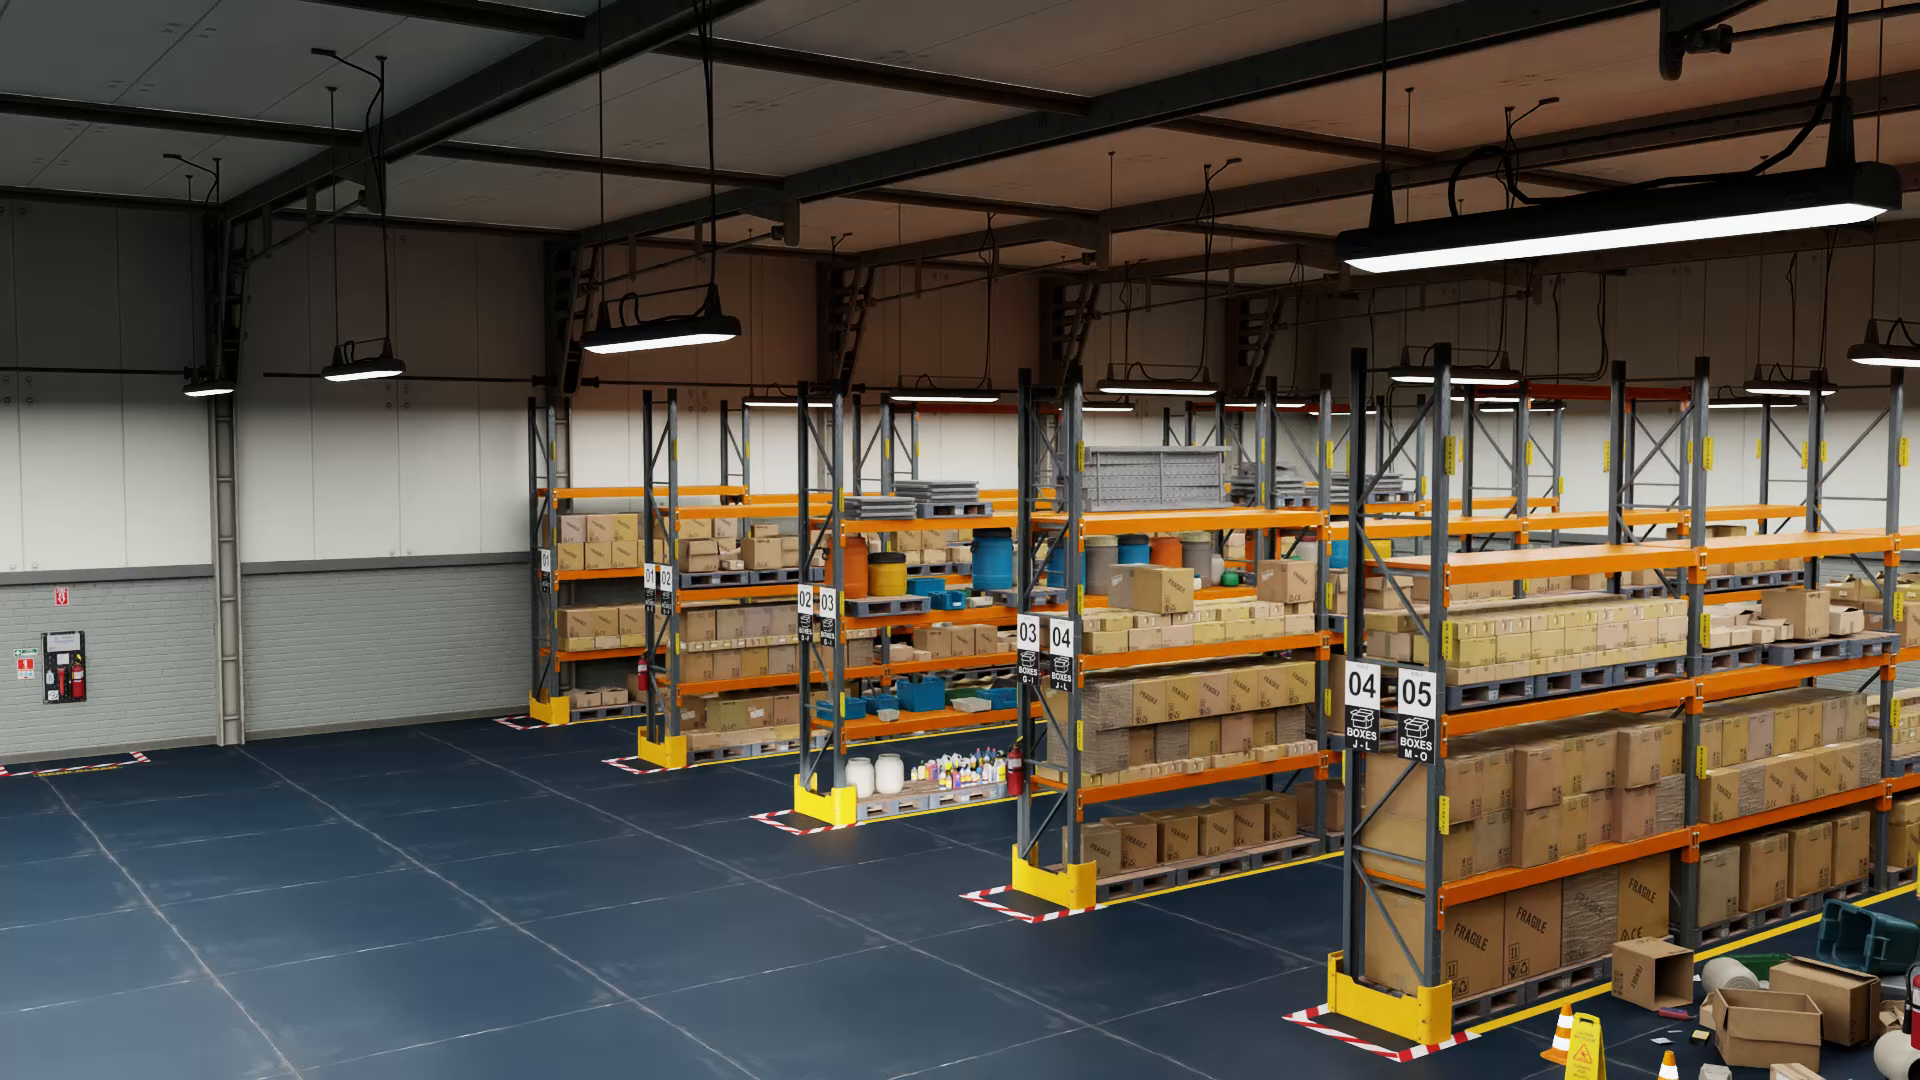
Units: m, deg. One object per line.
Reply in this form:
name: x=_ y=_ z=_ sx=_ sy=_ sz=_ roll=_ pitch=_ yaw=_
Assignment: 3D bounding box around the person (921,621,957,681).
person: x=-0.460 y=2.042 z=34.210 sx=0.918 sy=1.648 sz=0.570 roll=-1 pitch=4 yaw=-24
